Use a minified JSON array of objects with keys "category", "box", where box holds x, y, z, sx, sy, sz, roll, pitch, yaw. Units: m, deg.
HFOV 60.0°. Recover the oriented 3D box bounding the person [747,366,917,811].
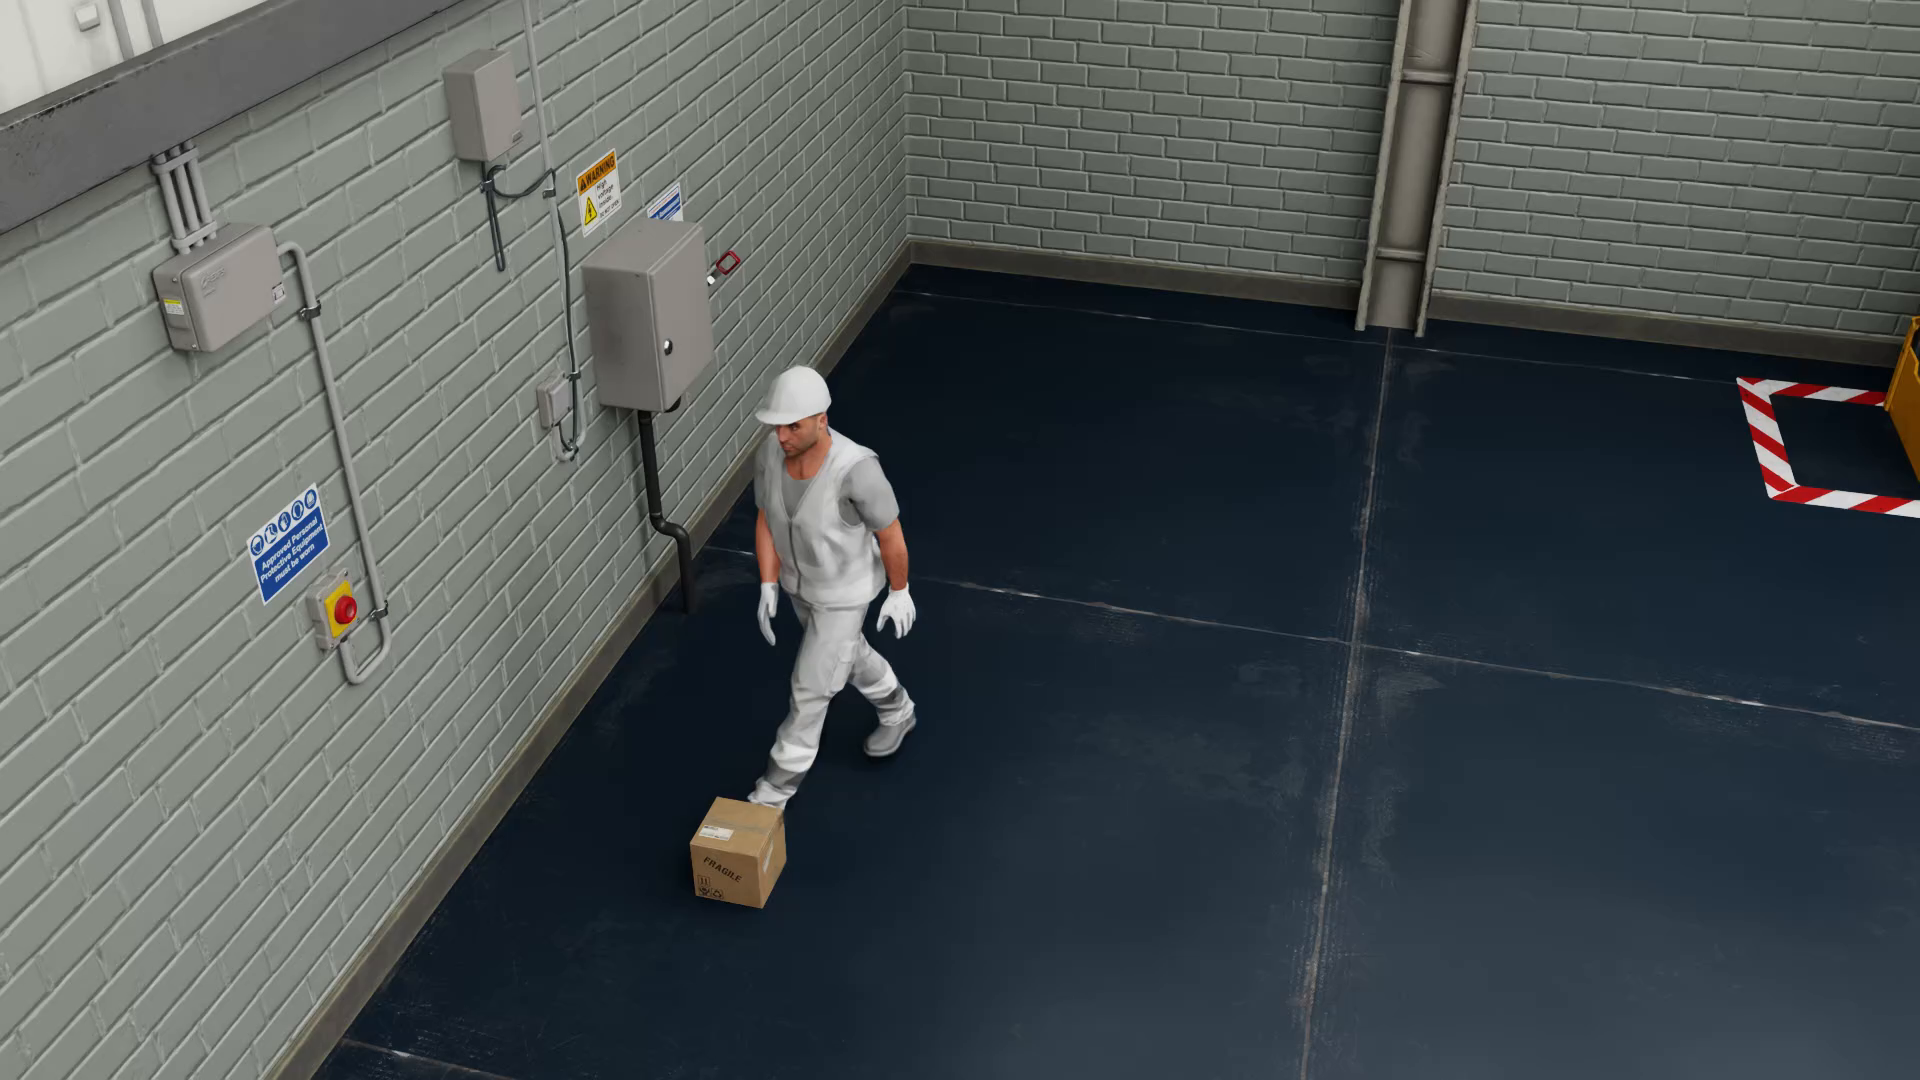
[{"category":"person","box":[-0.532,0.200,5.791,0.547,1.712,1.041,26,41,35]}]
